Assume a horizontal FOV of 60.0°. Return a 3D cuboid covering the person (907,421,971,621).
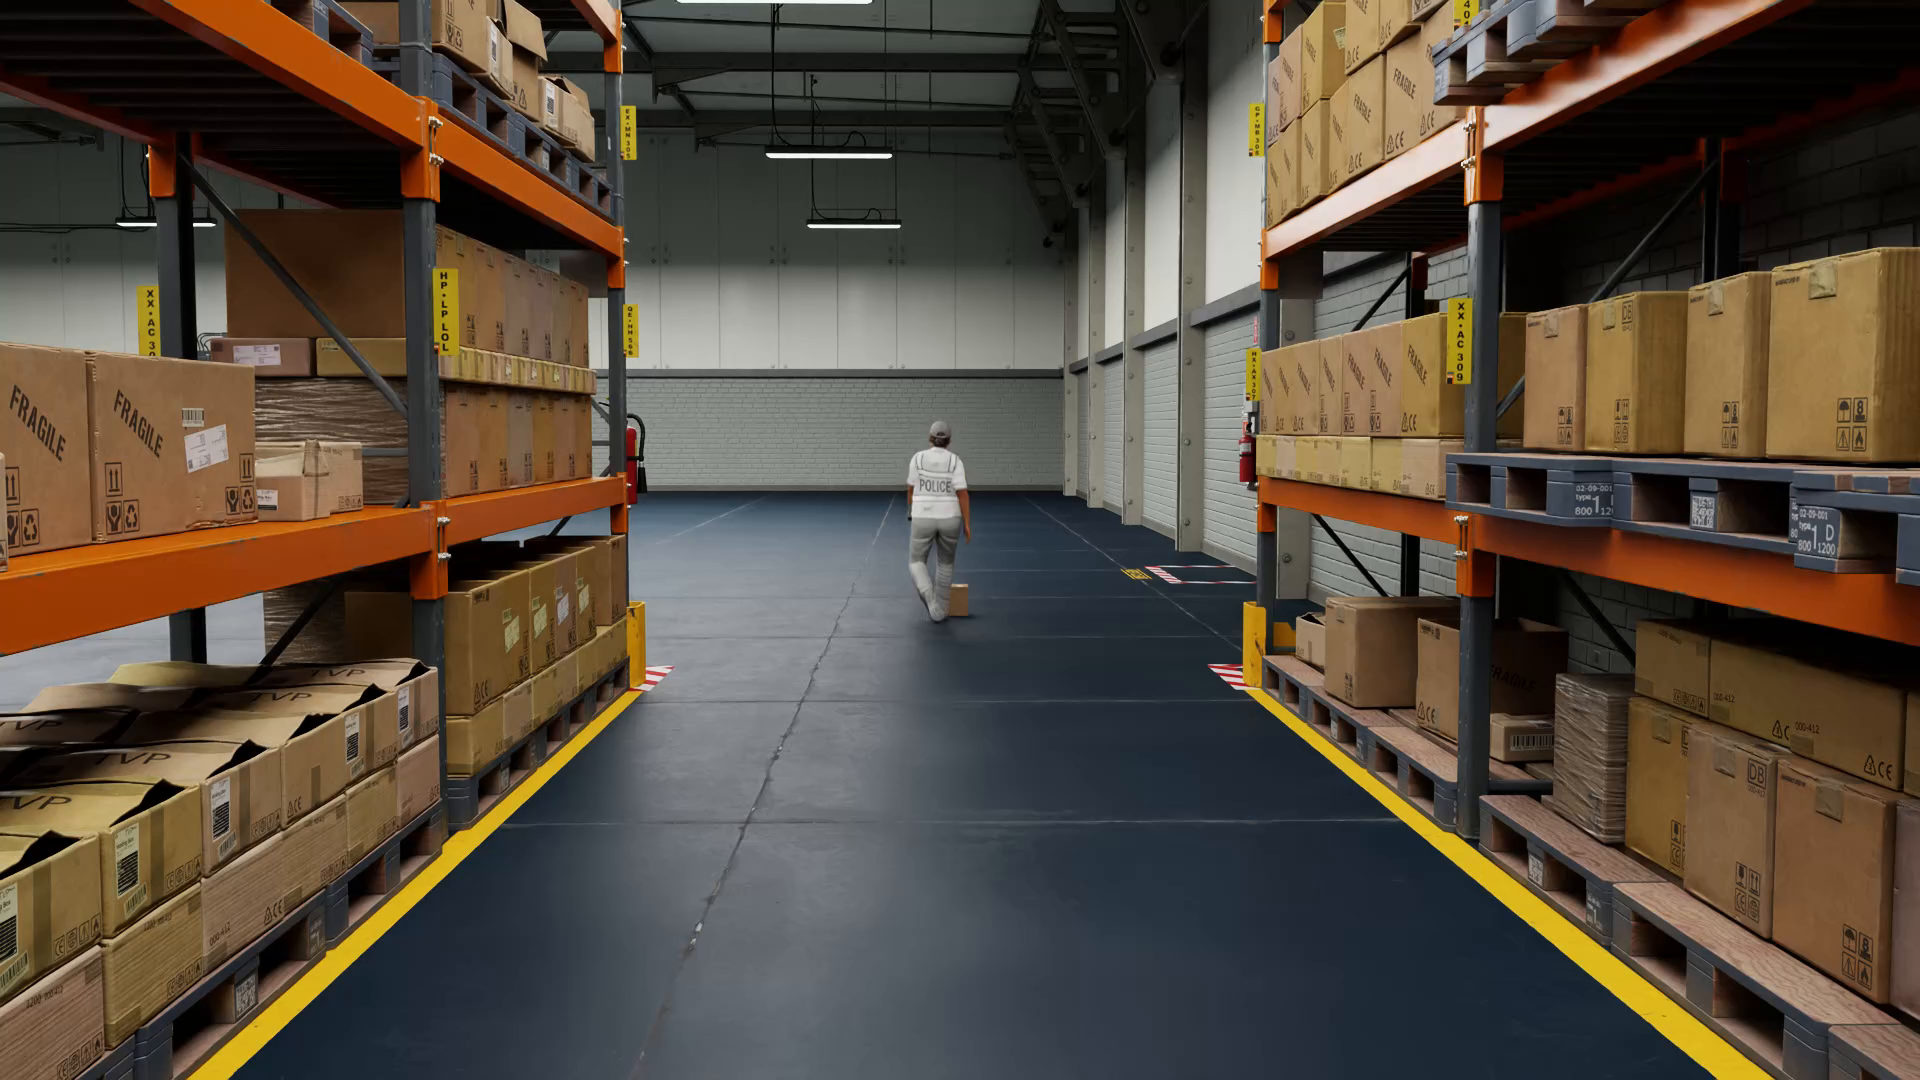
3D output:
[{"bbox_3d":[-0.173,-0.126,13.546,0.518,1.684,0.719,0,4,-4],"label":"person"}]
